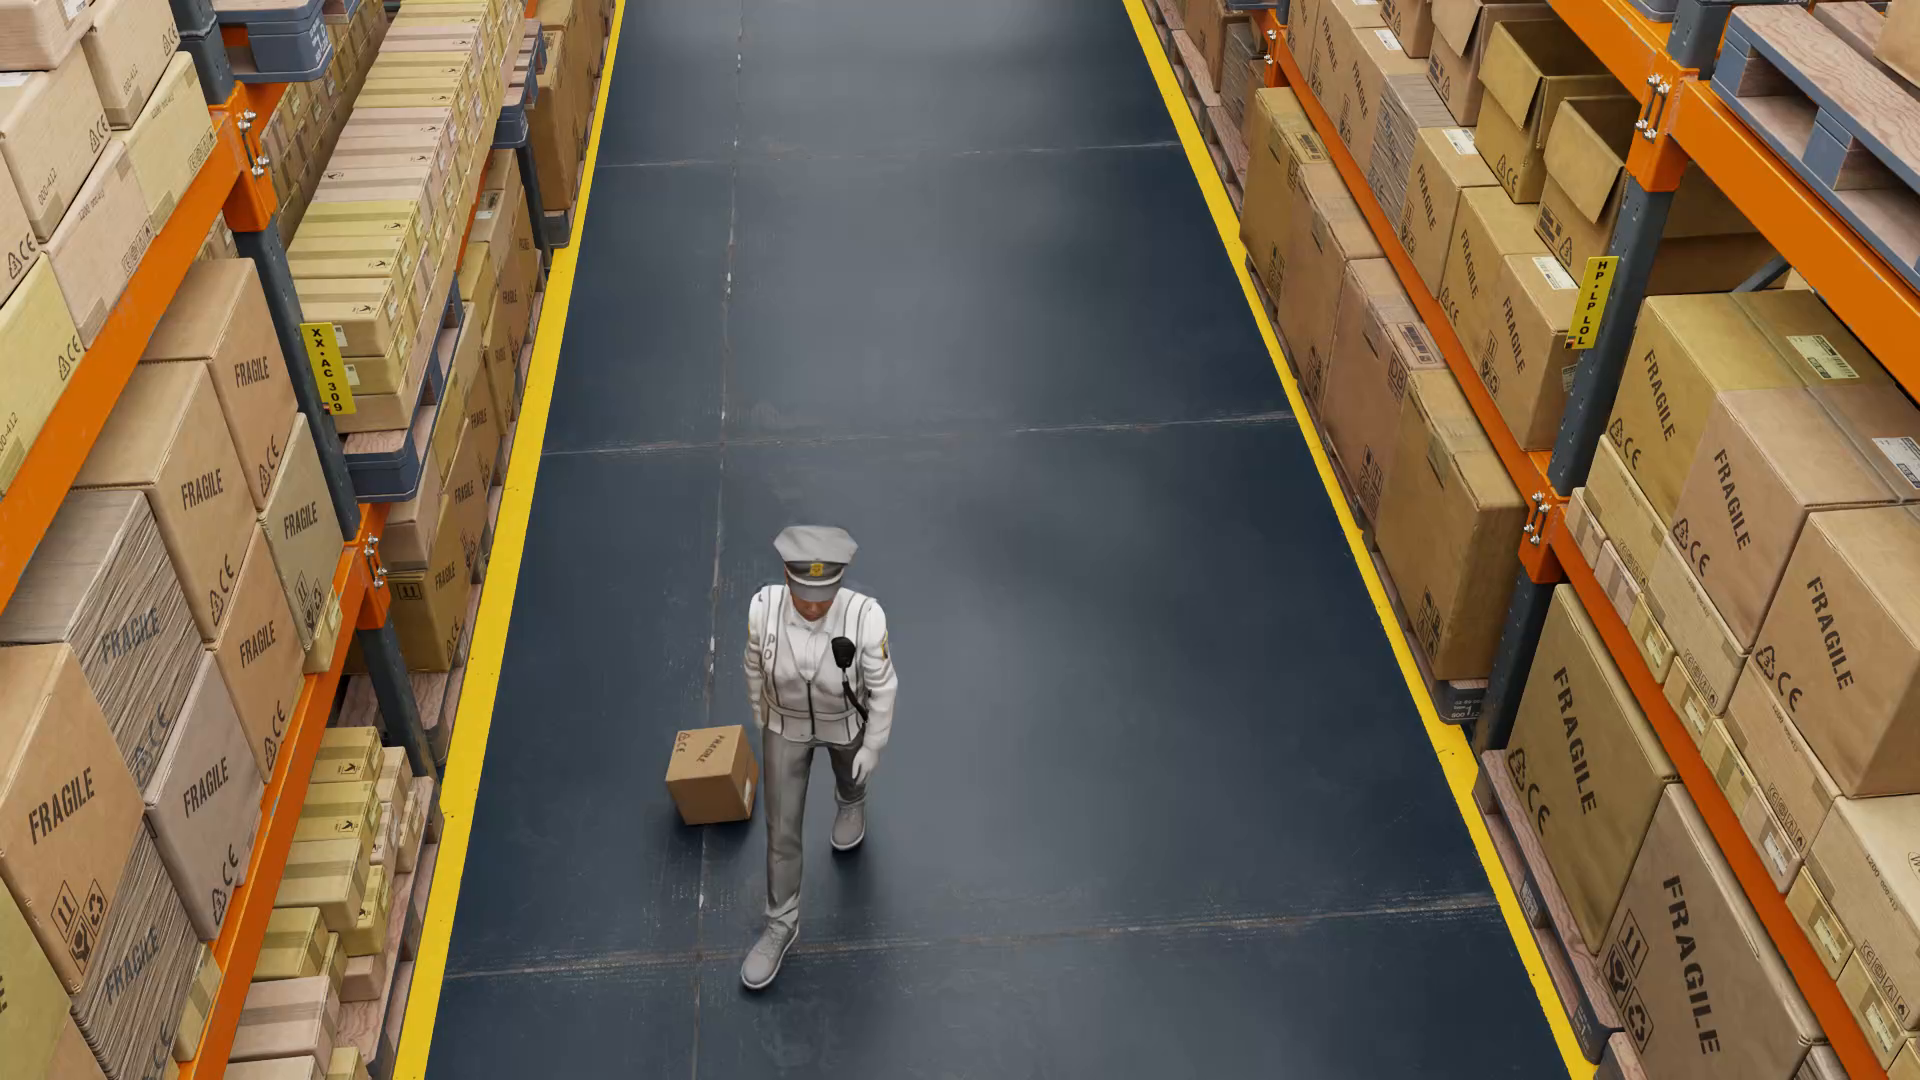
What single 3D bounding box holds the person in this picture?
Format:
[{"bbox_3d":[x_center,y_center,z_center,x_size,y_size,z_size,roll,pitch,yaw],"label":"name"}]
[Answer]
[{"bbox_3d":[-0.464,0.606,5.384,0.537,1.629,0.873,1,39,1],"label":"person"}]
